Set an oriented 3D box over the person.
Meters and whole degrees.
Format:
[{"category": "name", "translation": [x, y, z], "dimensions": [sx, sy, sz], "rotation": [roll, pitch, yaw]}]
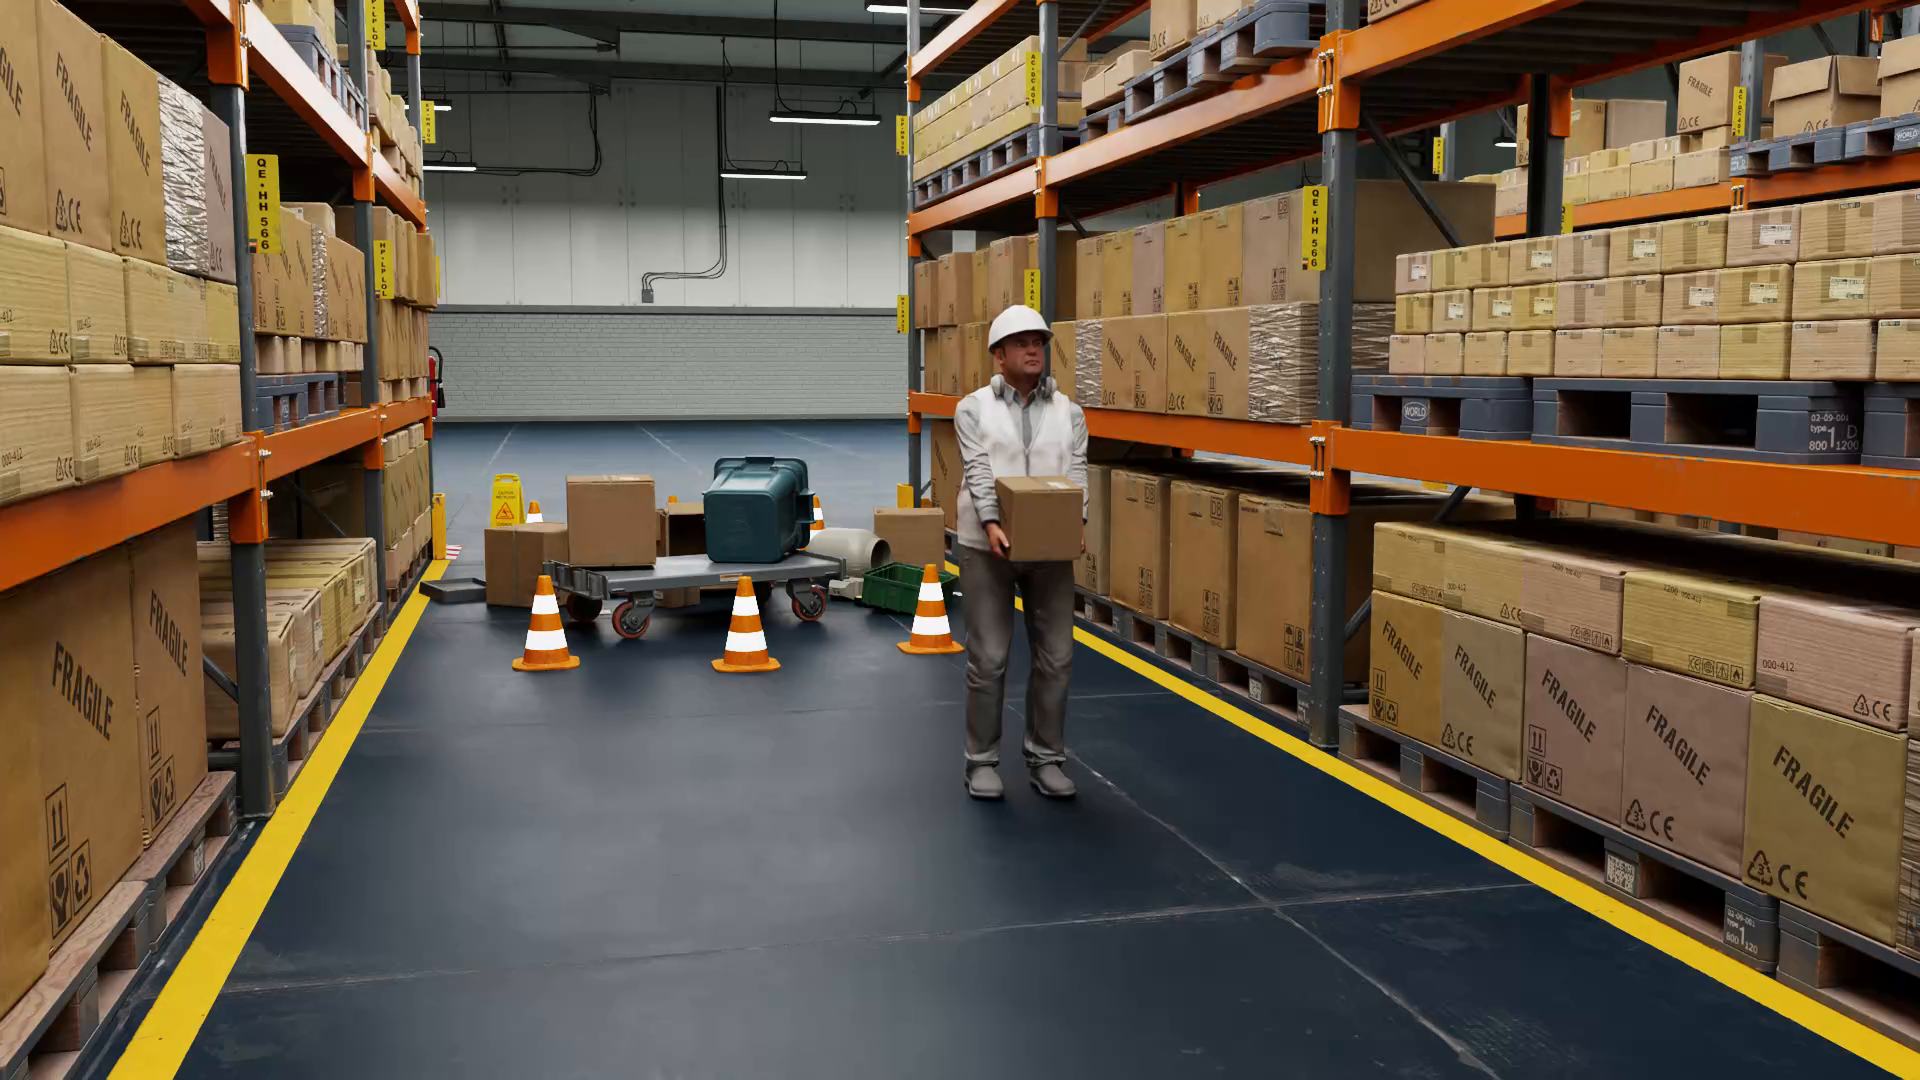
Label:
[{"category": "person", "translation": [0.246, 0.043, 5.956], "dimensions": [0.494, 1.762, 0.562], "rotation": [-1, 6, -13]}]
